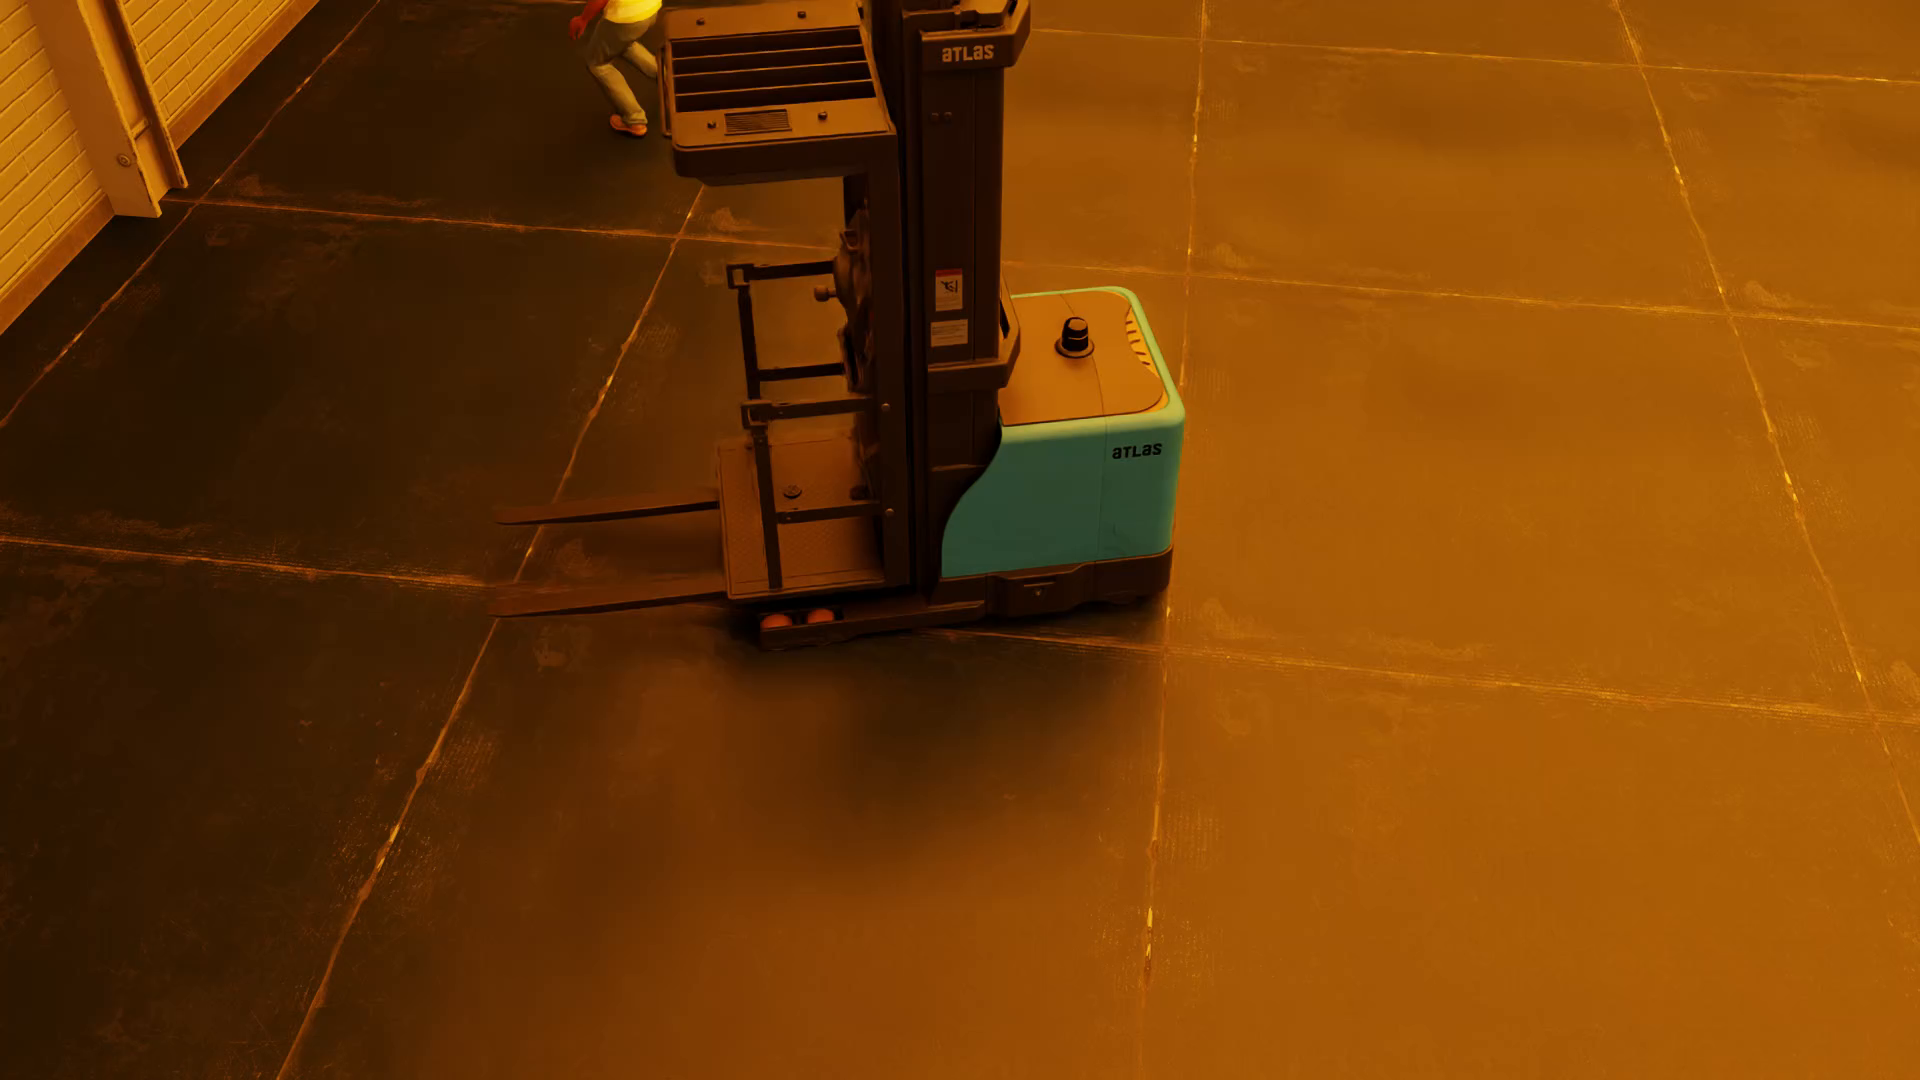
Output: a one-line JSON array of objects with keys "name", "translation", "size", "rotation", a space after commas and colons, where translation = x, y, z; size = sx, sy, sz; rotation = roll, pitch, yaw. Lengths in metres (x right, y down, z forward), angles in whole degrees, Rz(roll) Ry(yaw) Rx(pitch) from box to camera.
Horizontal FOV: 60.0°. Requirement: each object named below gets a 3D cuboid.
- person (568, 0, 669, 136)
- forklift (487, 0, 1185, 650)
[{"name": "person", "translation": [-2.096, -3.361, 10.422], "size": [0.545, 1.611, 1.009], "rotation": [9, 43, 10]}, {"name": "forklift", "translation": [-0.609, -0.976, 6.787], "size": [3.031, 2.935, 1.130], "rotation": [-6, 43, -7]}]
